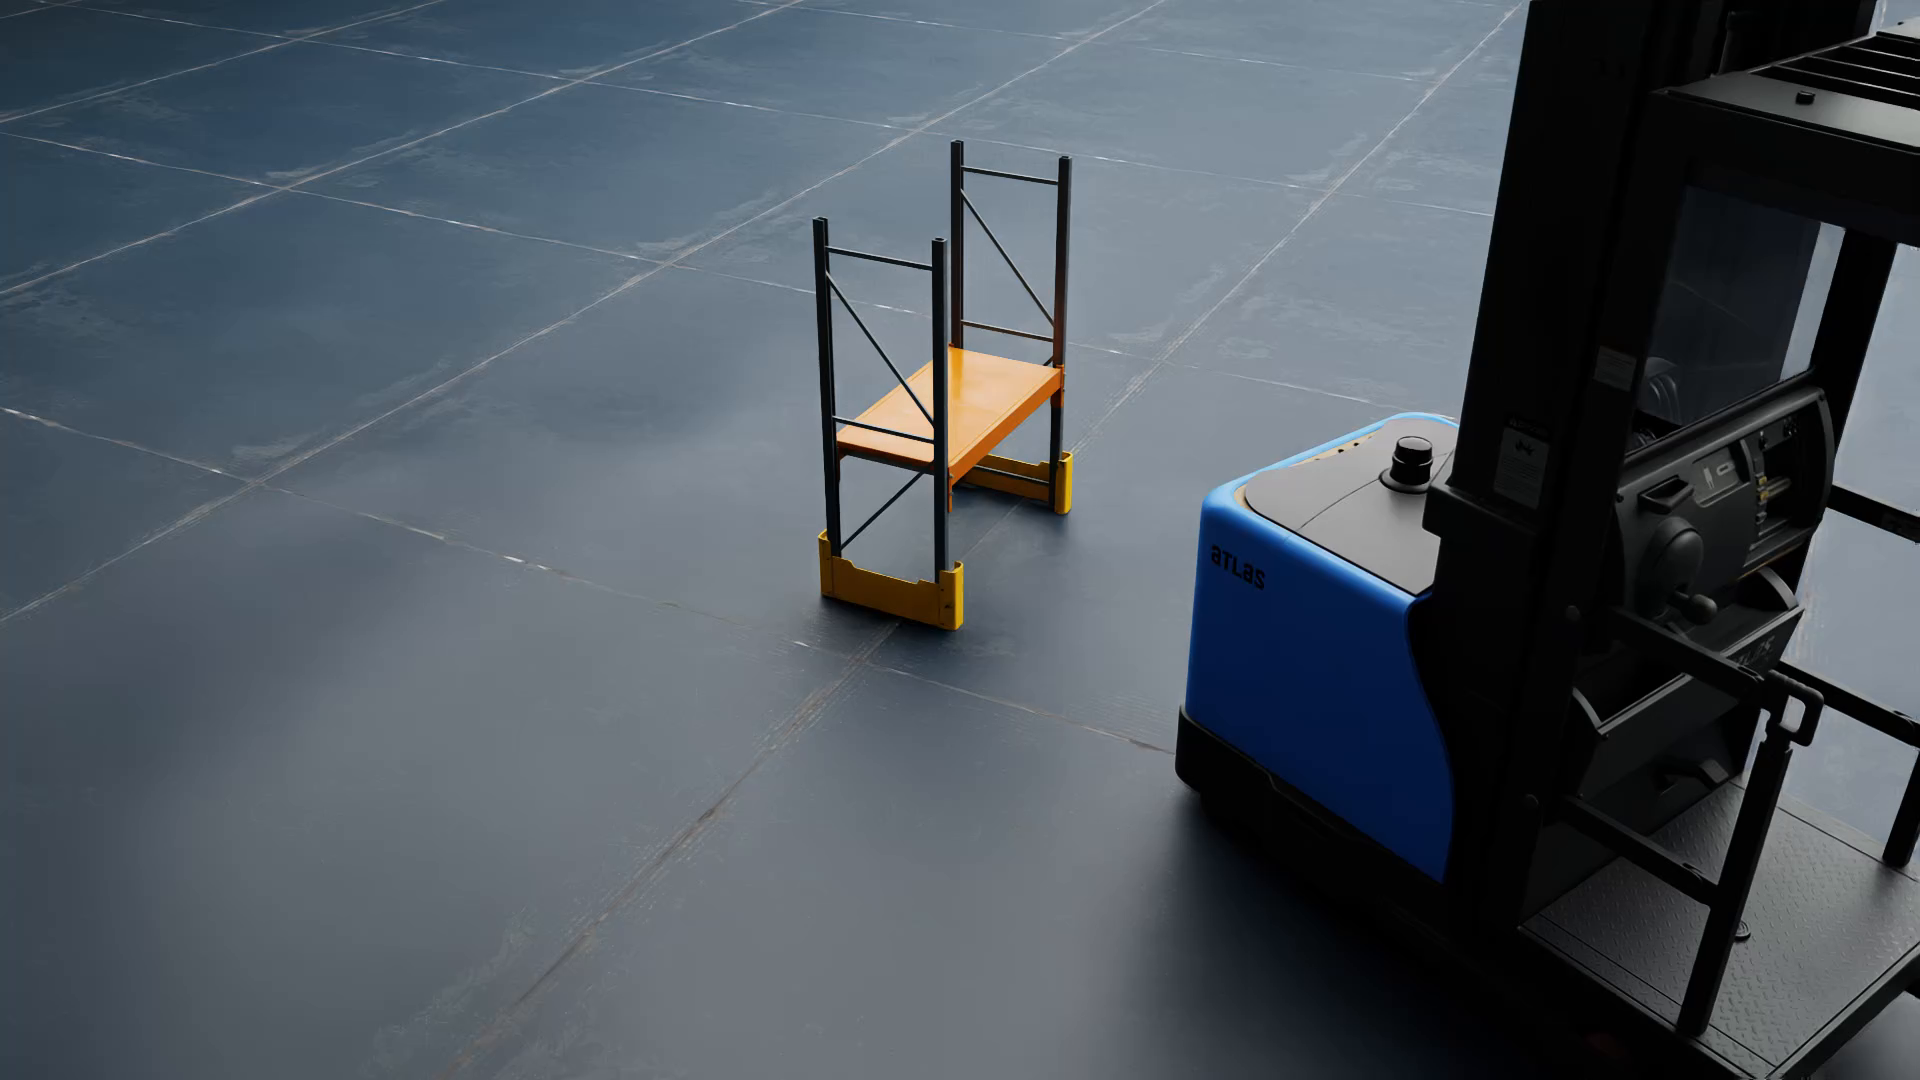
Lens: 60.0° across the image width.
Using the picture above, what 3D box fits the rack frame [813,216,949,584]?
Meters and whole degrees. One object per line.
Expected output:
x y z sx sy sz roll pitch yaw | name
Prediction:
-0.270 -0.387 5.918 0.500 1.500 0.032 14 33 23 | rack frame

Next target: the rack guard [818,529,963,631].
-0.262 0.146 6.244 0.587 0.250 0.087 14 33 23 | rack guard

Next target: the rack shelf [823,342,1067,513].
-0.039 -0.457 6.400 0.538 0.185 1.000 14 33 23 | rack shelf

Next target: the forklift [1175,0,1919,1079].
1.985 -0.044 3.884 1.130 2.935 3.031 -21 36 -32 | forklift

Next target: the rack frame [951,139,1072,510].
0.193 -0.838 6.703 0.500 1.500 0.032 14 33 23 | rack frame

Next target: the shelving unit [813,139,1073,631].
-0.035 -0.617 6.318 0.587 1.500 1.083 14 33 23 | shelving unit

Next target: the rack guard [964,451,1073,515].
0.192 -0.295 7.013 0.587 0.250 0.087 14 33 23 | rack guard
